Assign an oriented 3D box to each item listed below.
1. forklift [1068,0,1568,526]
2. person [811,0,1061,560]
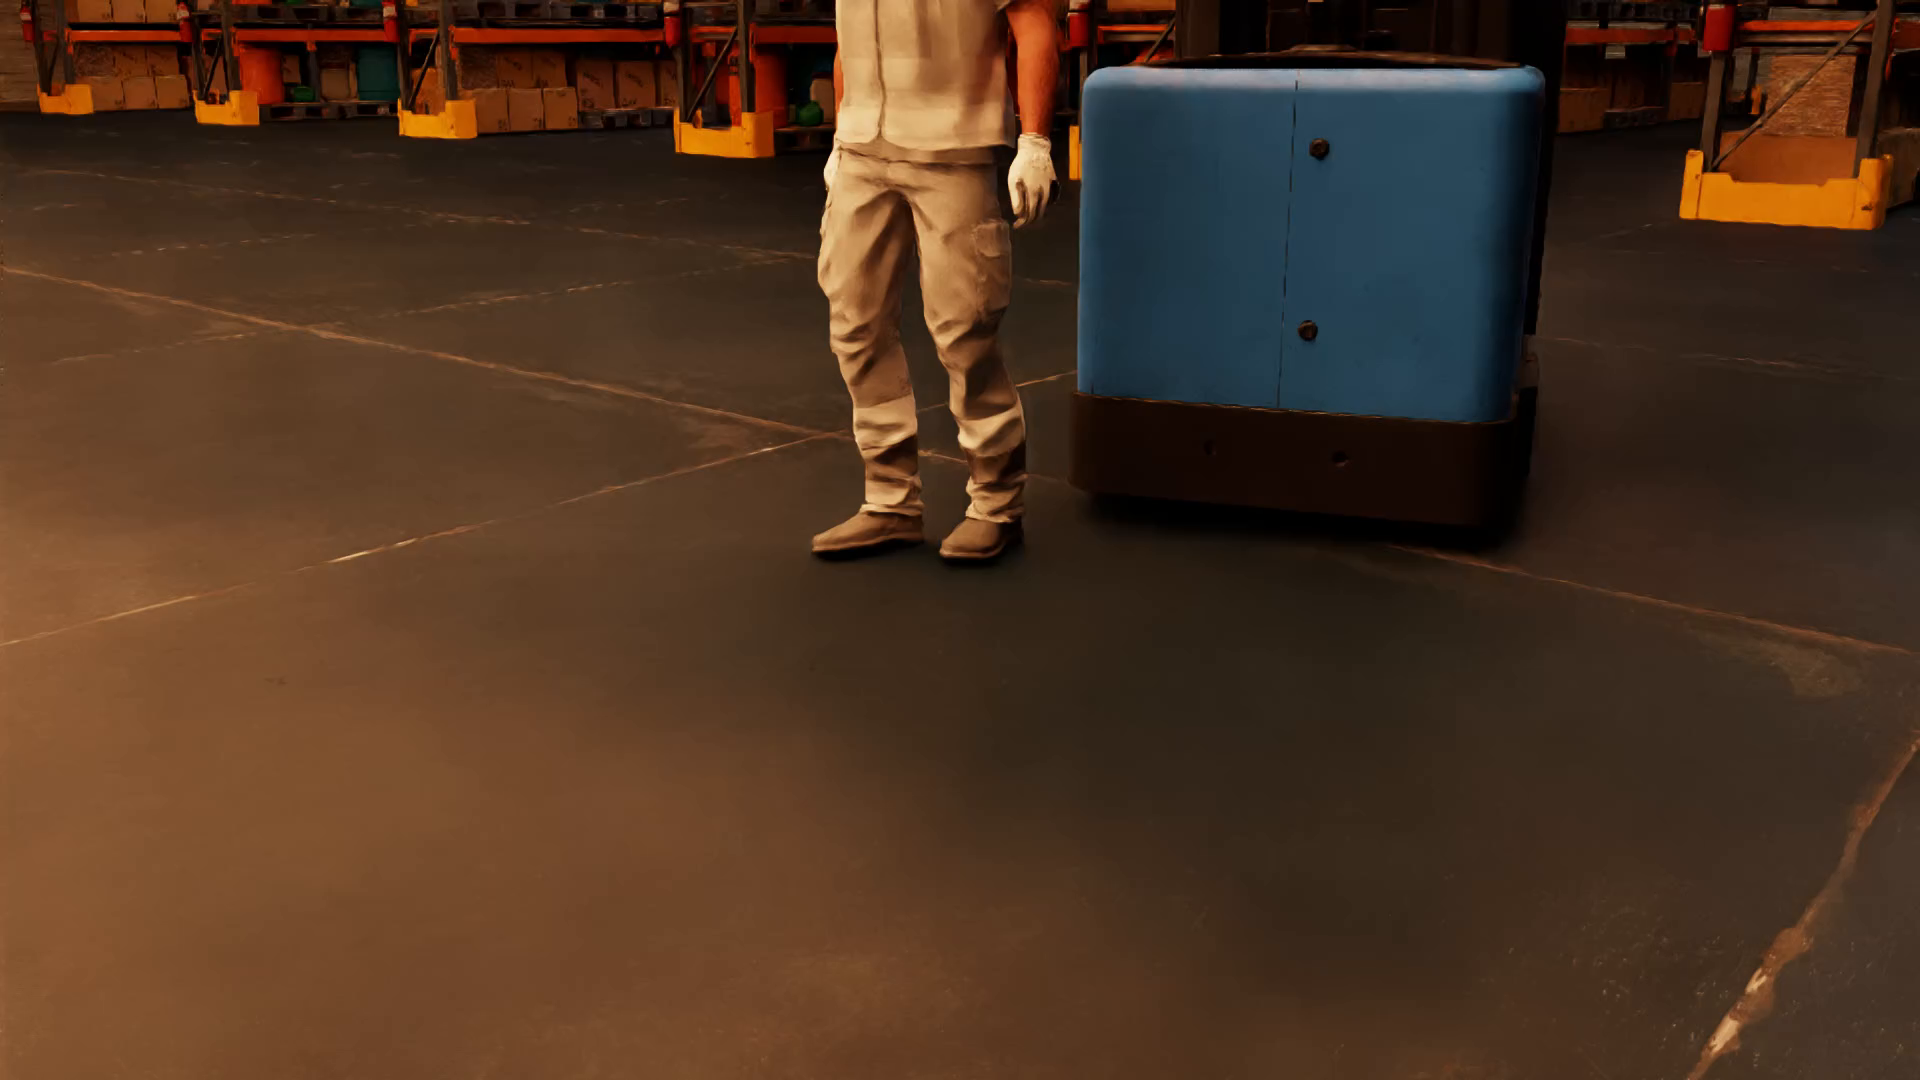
[{"bbox_3d":[1.243,-1.821,4.894,1.130,2.935,3.031,6,18,19],"label":"forklift"},{"bbox_3d":[-0.058,-0.815,3.601,0.693,1.788,0.441,12,20,34],"label":"person"}]
